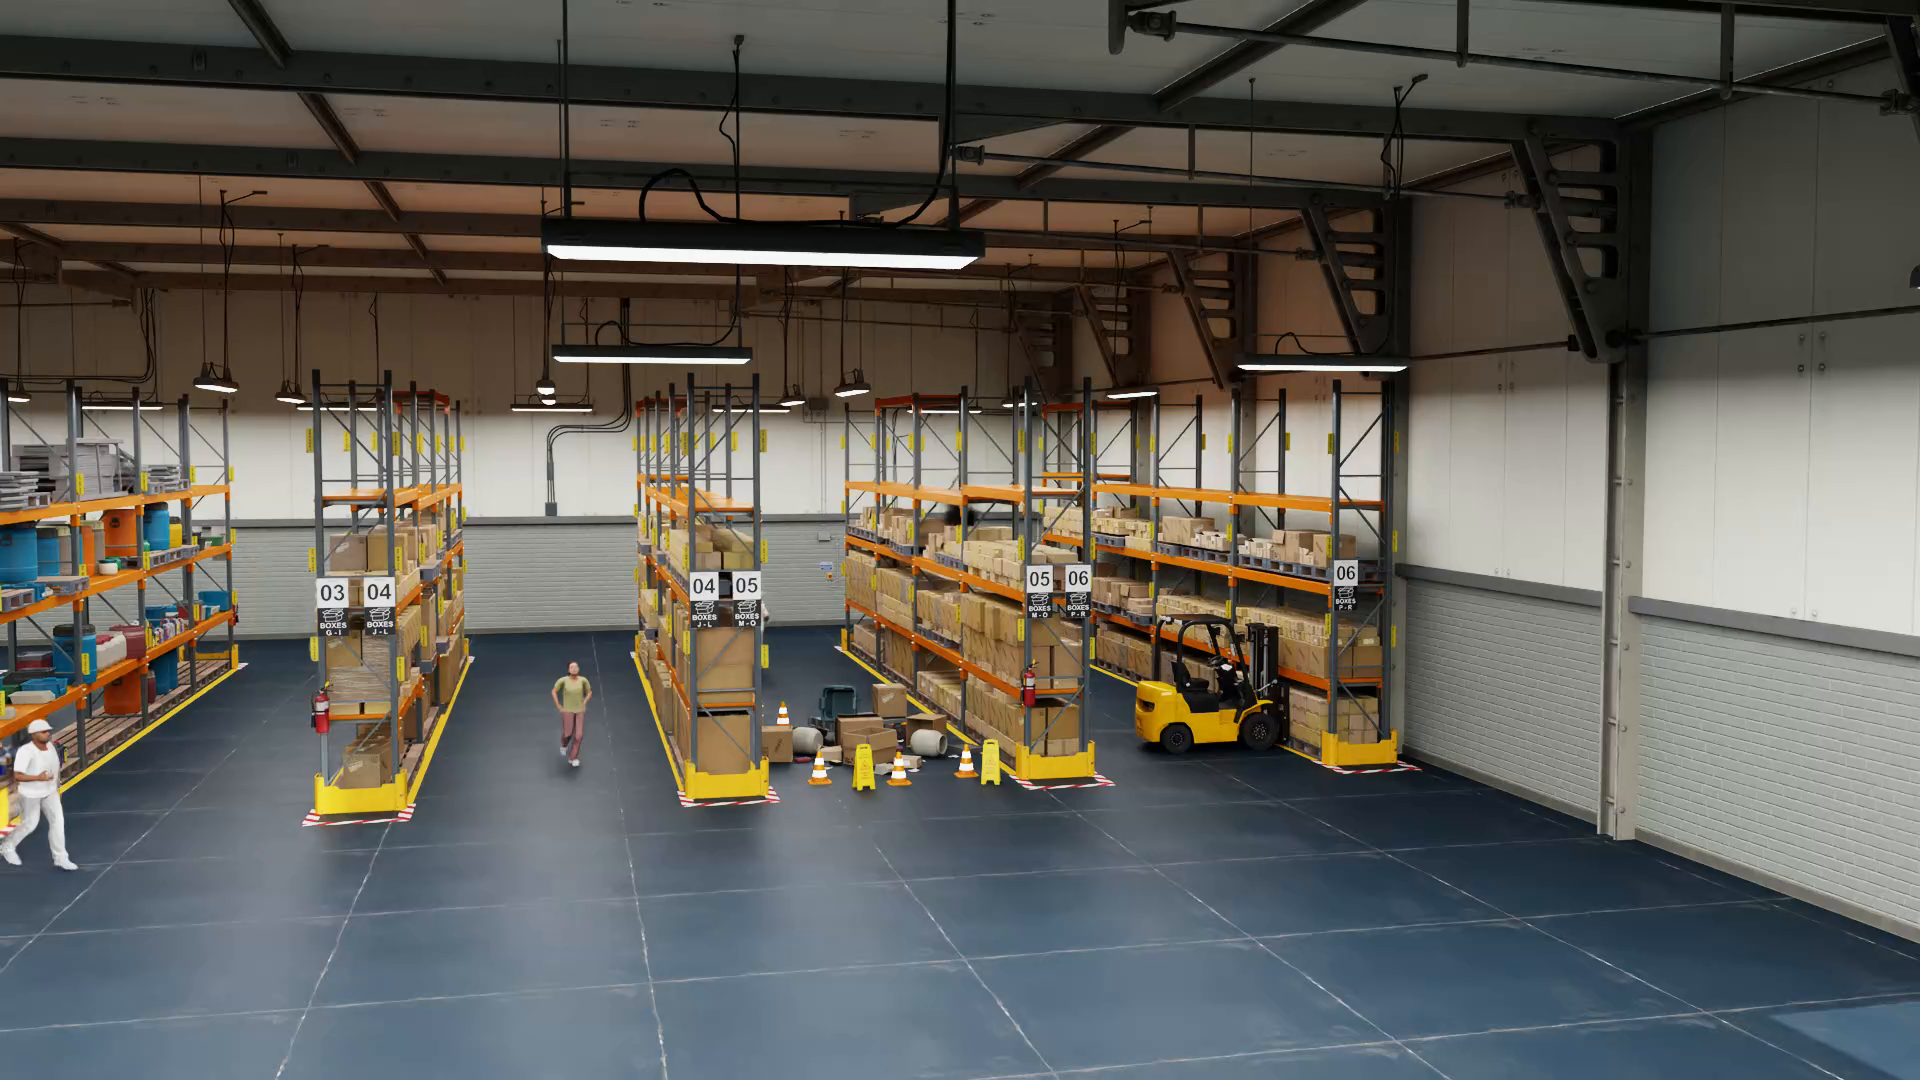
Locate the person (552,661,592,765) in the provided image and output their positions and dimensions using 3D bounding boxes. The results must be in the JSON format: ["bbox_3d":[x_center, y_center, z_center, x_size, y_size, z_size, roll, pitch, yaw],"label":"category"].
[{"bbox_3d":[-6.037,2.694,25.961,0.608,1.632,0.558,-1,4,-22],"label":"person"}]

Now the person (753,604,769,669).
[{"bbox_3d":[-4.586,2.006,36.918,0.663,1.733,0.648,-1,4,-22],"label":"person"}]

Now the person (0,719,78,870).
[{"bbox_3d":[-10.827,2.978,19.489,0.968,1.766,0.665,1,3,17],"label":"person"}]
